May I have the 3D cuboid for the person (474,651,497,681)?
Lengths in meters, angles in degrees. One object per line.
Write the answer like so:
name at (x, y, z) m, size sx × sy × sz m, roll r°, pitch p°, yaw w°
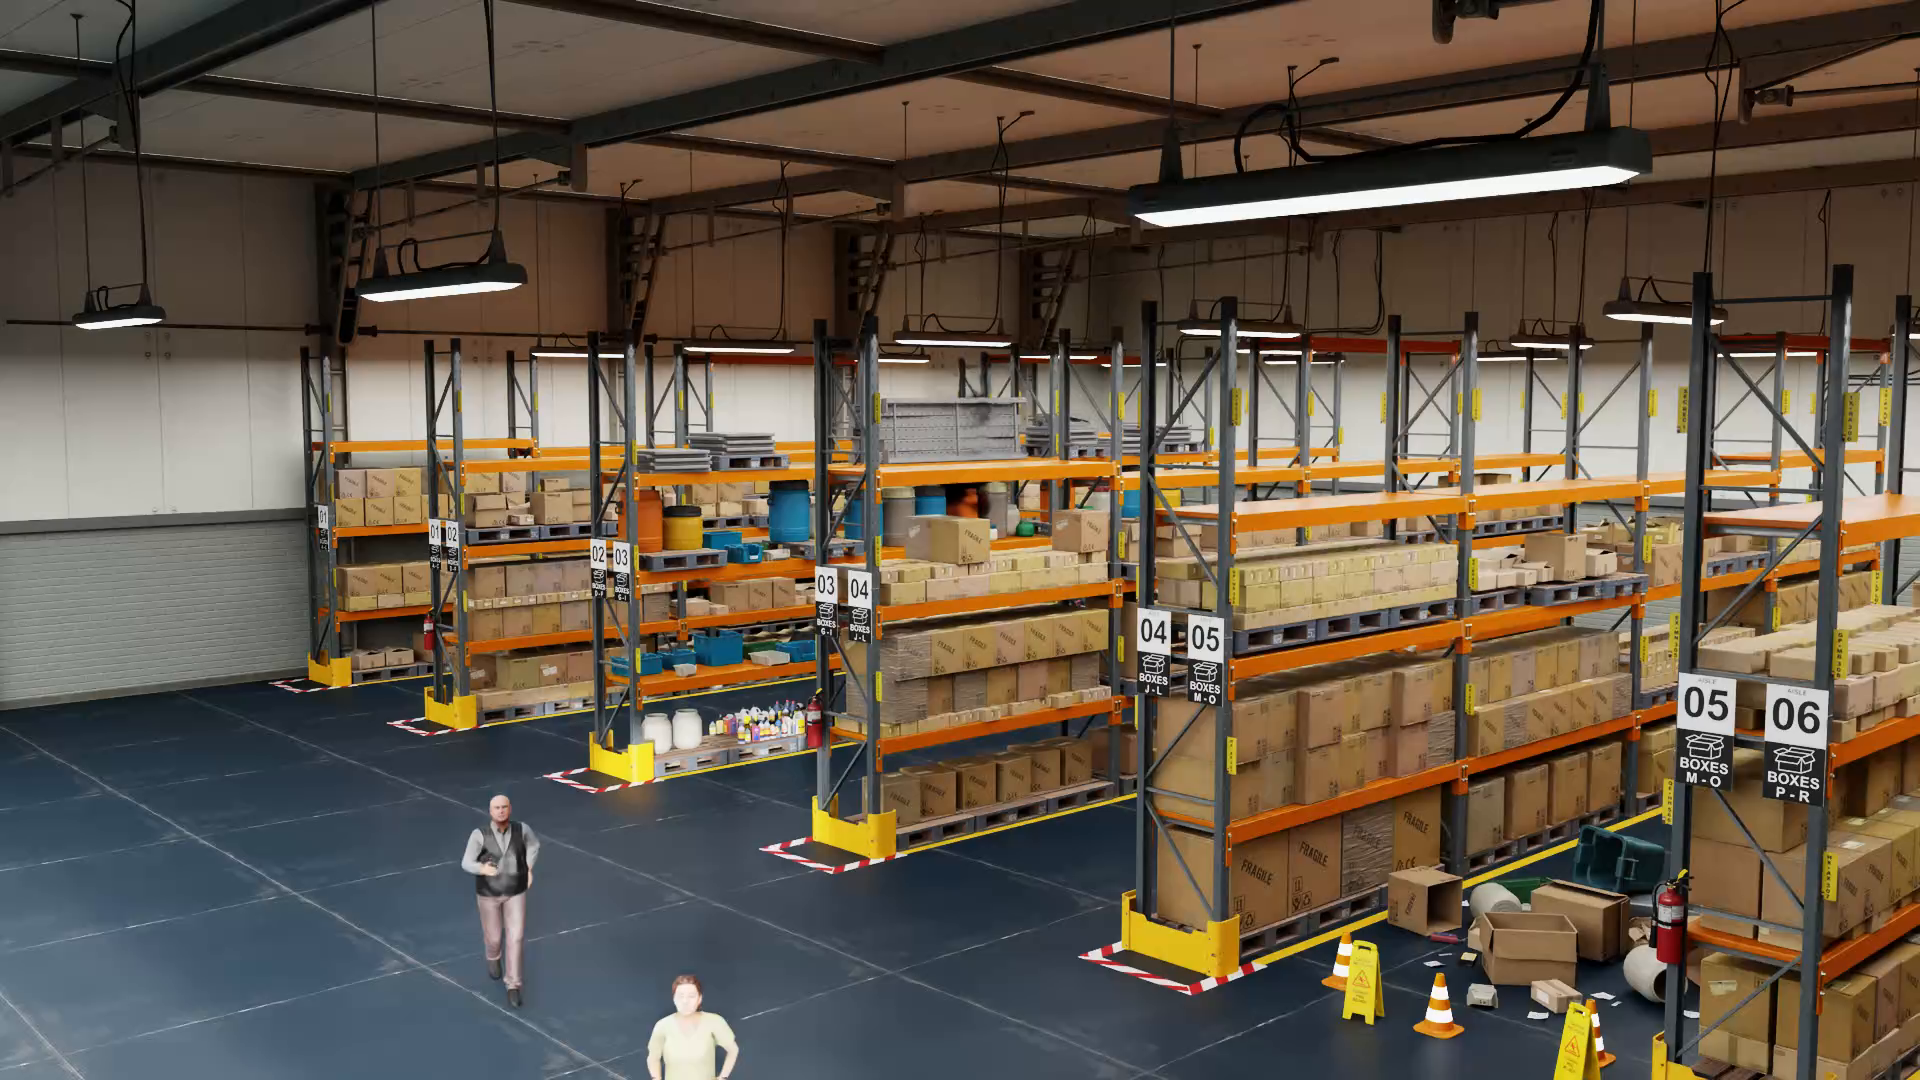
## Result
person at (-8.006, 1.829, 28.154) m, size 0.700 × 1.738 × 0.801 m, roll 4°, pitch 7°, yaw 39°

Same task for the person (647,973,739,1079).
person at (-1.646, 3.455, 10.196) m, size 0.558 × 1.624 × 0.533 m, roll 0°, pitch 5°, yaw -2°

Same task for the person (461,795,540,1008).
person at (-3.897, 3.024, 14.187) m, size 0.667 × 1.700 × 0.947 m, roll -2°, pitch 5°, yaw -20°

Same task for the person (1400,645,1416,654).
person at (6.260, 2.294, 23.257) m, size 0.585 × 1.719 × 0.708 m, roll 5°, pitch 7°, yaw 43°
